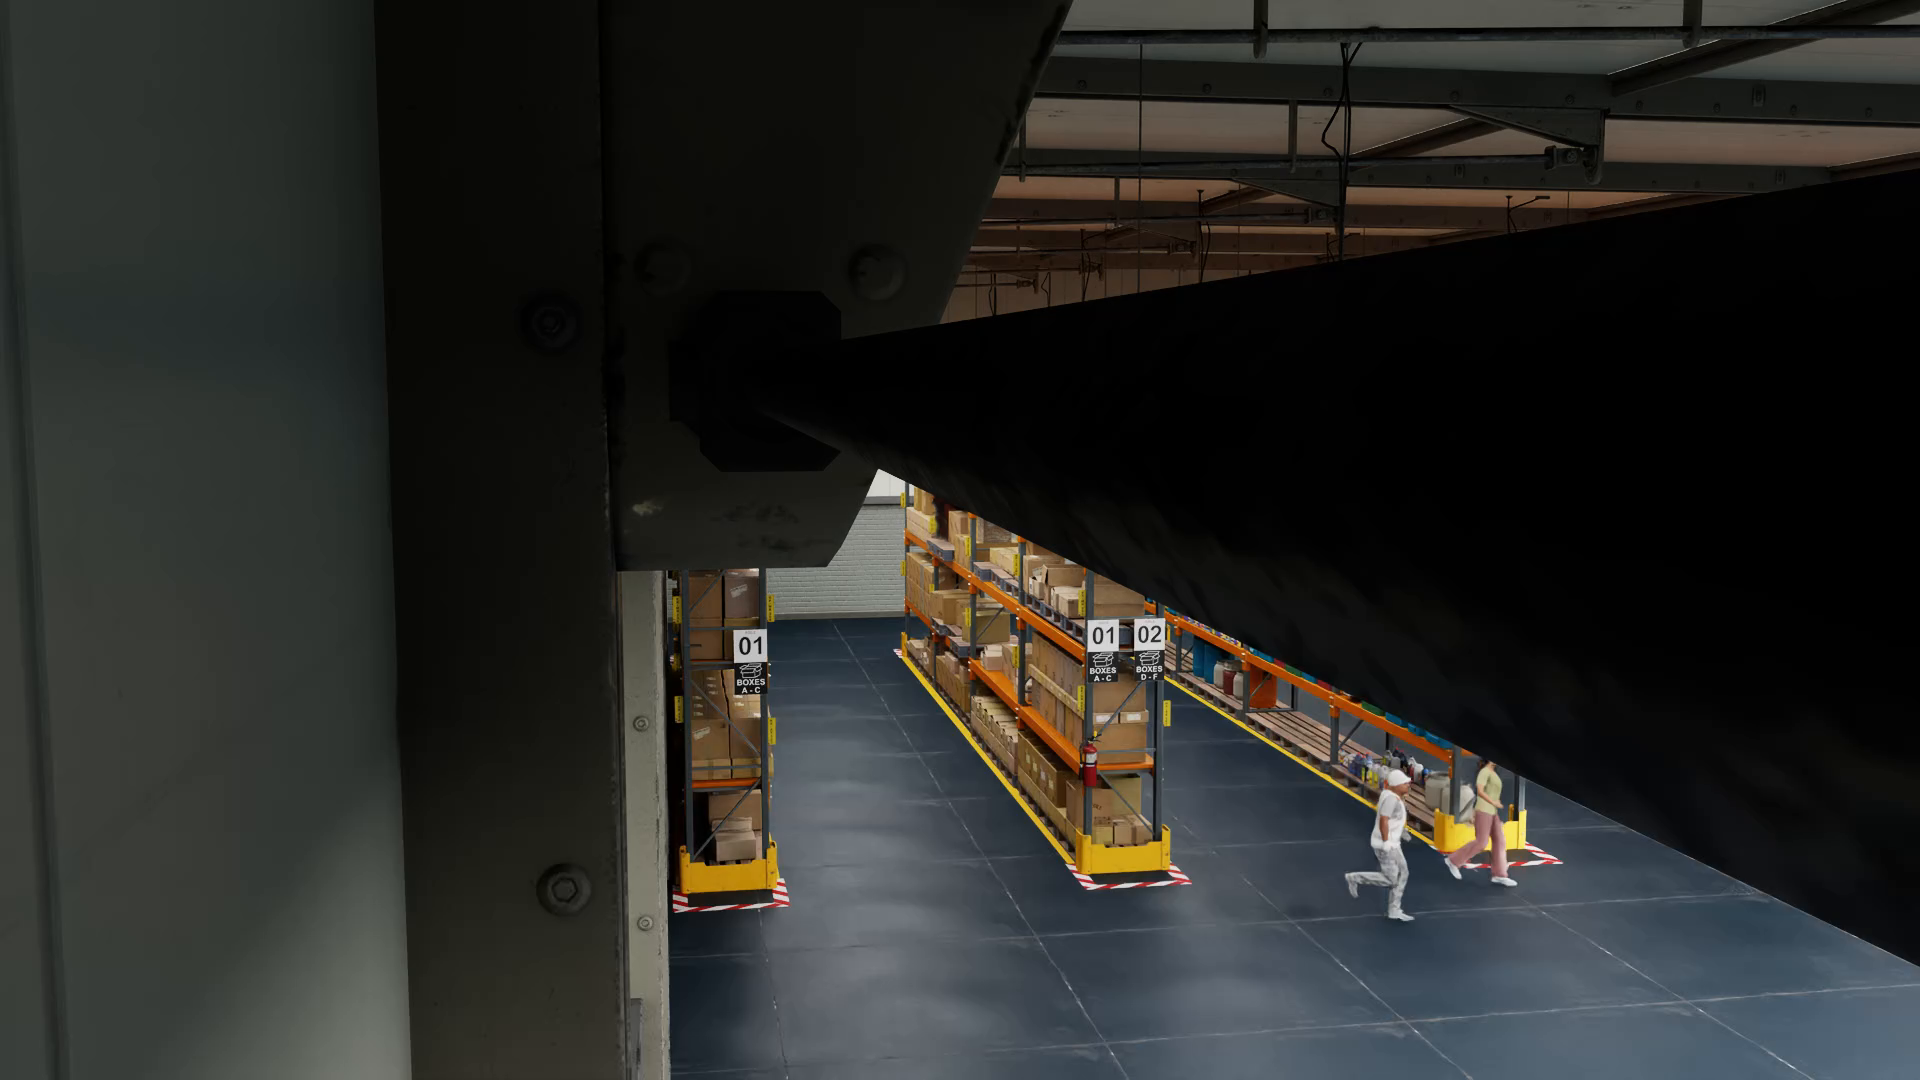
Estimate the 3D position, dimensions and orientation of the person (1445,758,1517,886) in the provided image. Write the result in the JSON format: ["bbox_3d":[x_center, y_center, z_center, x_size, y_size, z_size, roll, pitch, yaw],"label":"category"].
[{"bbox_3d":[6.488,3.372,20.552,0.859,1.644,0.648,3,7,26],"label":"person"}]

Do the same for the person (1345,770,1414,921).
[{"bbox_3d":[4.846,3.504,19.140,0.788,1.744,0.699,2,6,15],"label":"person"}]
